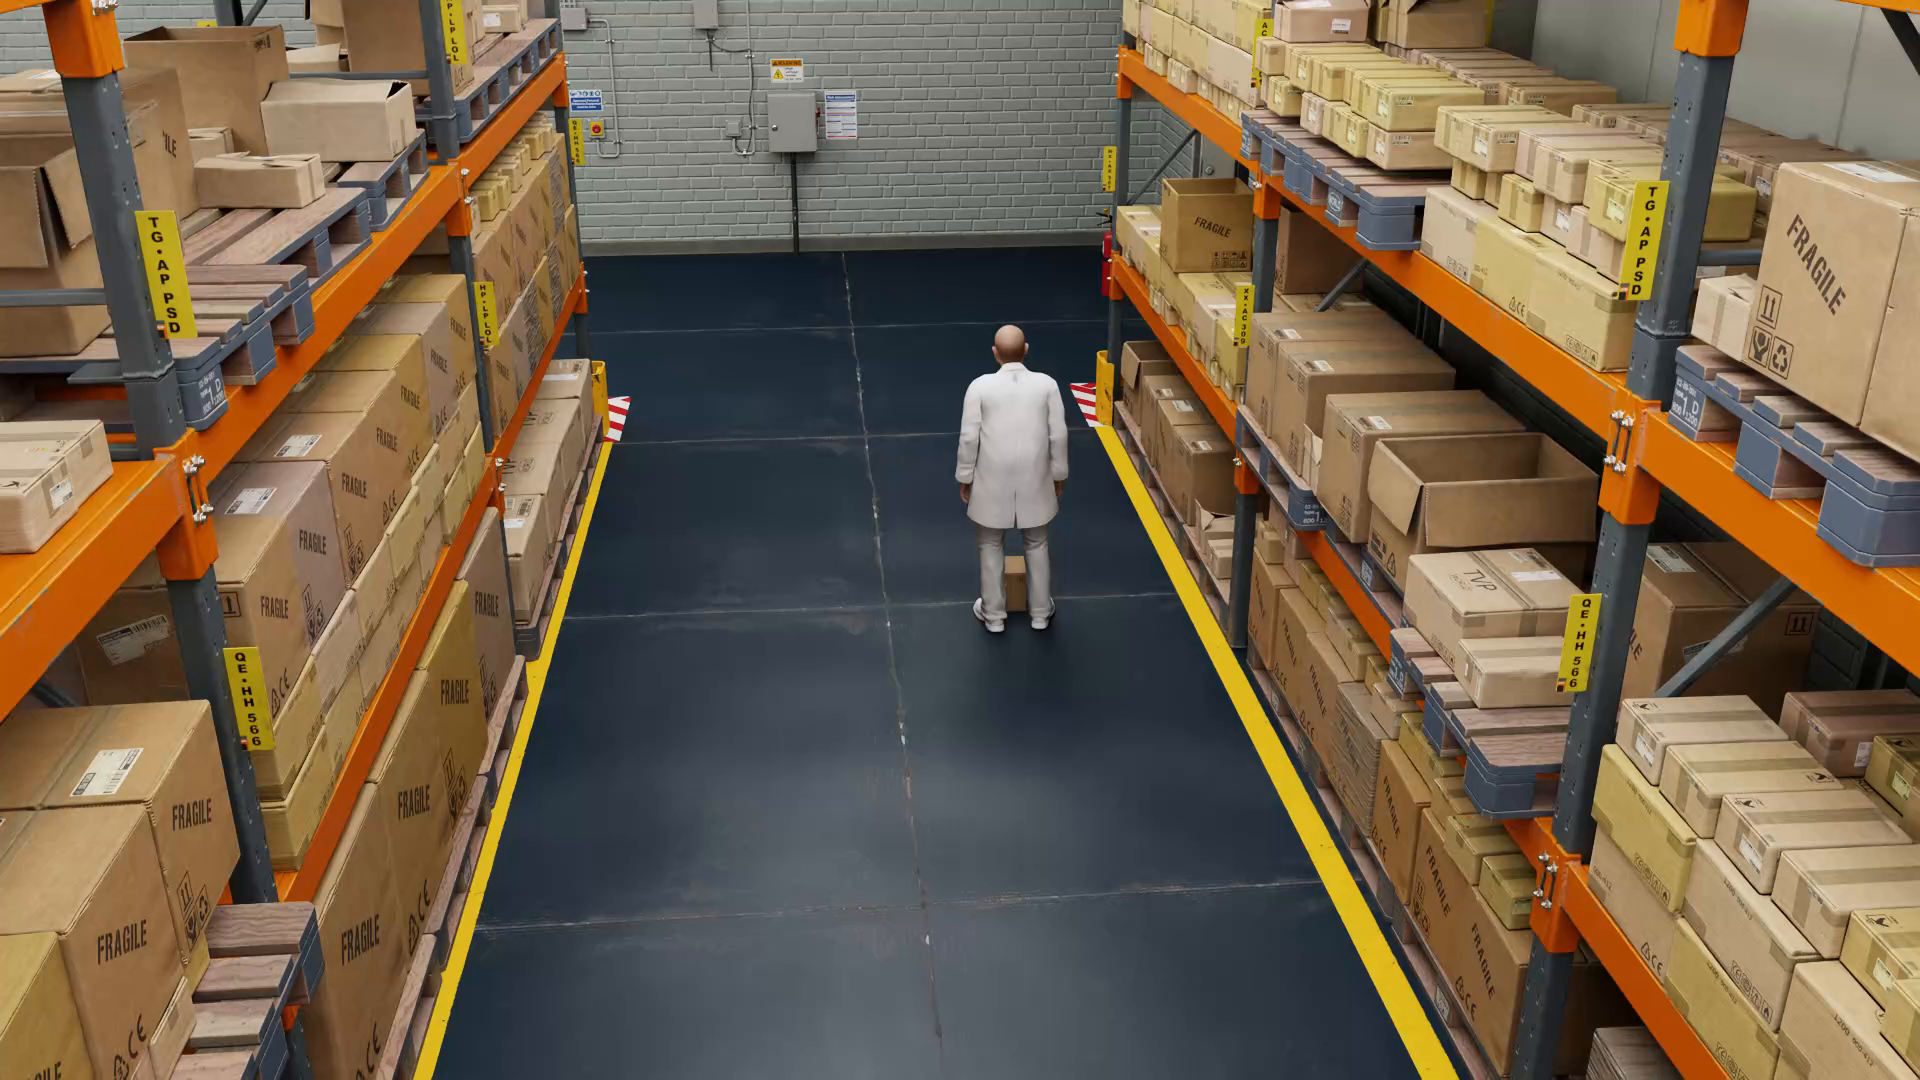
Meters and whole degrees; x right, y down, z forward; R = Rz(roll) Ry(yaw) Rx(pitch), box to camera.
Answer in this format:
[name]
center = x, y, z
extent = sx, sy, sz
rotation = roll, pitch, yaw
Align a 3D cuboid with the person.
[person]
center = 0.296, -0.341, 9.404
extent = 0.644, 1.774, 0.425
rotation = -2, 23, -5
